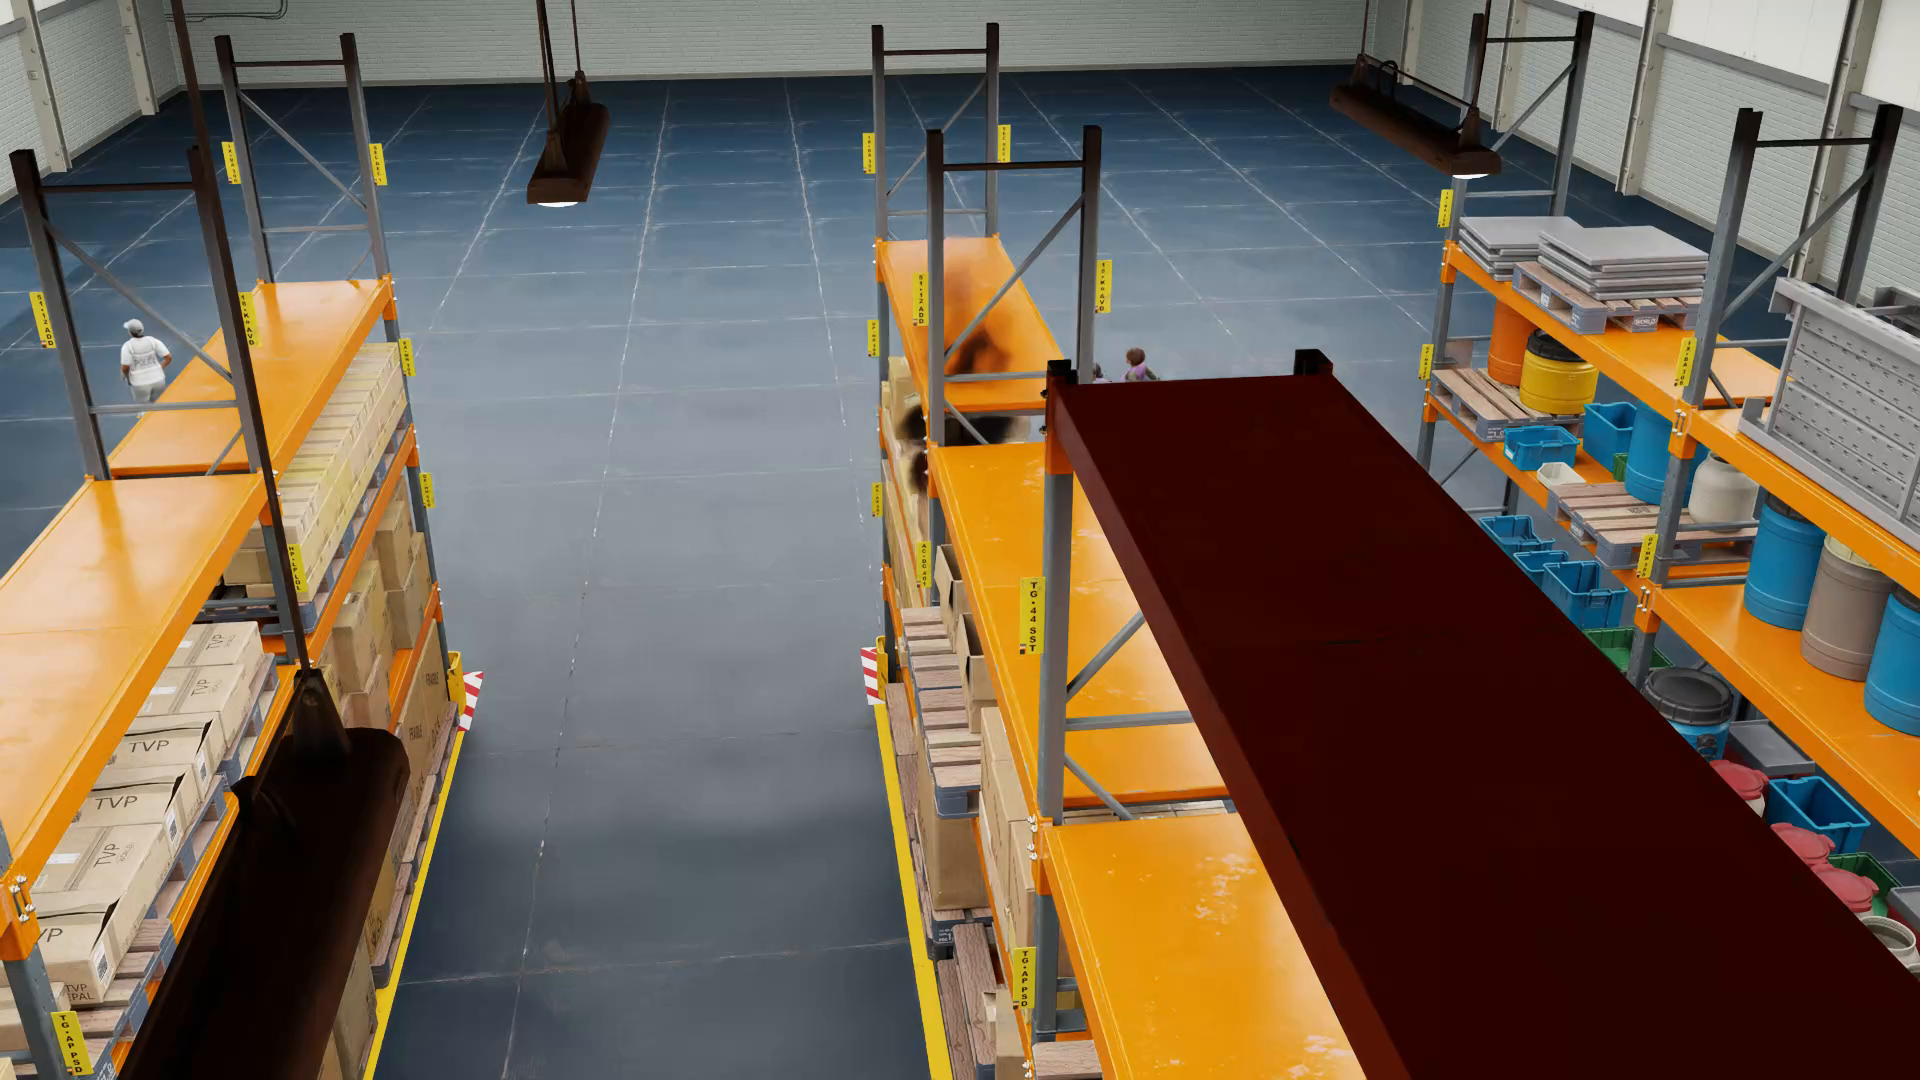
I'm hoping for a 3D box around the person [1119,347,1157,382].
[{"bbox_3d":[2.093,-1.539,19.854,0.875,1.610,0.539,7,26,14],"label":"person"}]

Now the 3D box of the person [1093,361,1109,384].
[{"bbox_3d":[1.512,-1.344,19.473,0.580,1.598,0.592,7,26,15],"label":"person"}]

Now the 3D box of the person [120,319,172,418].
[{"bbox_3d":[-10.133,-1.964,20.771,0.648,1.641,0.608,21,32,36],"label":"person"}]
